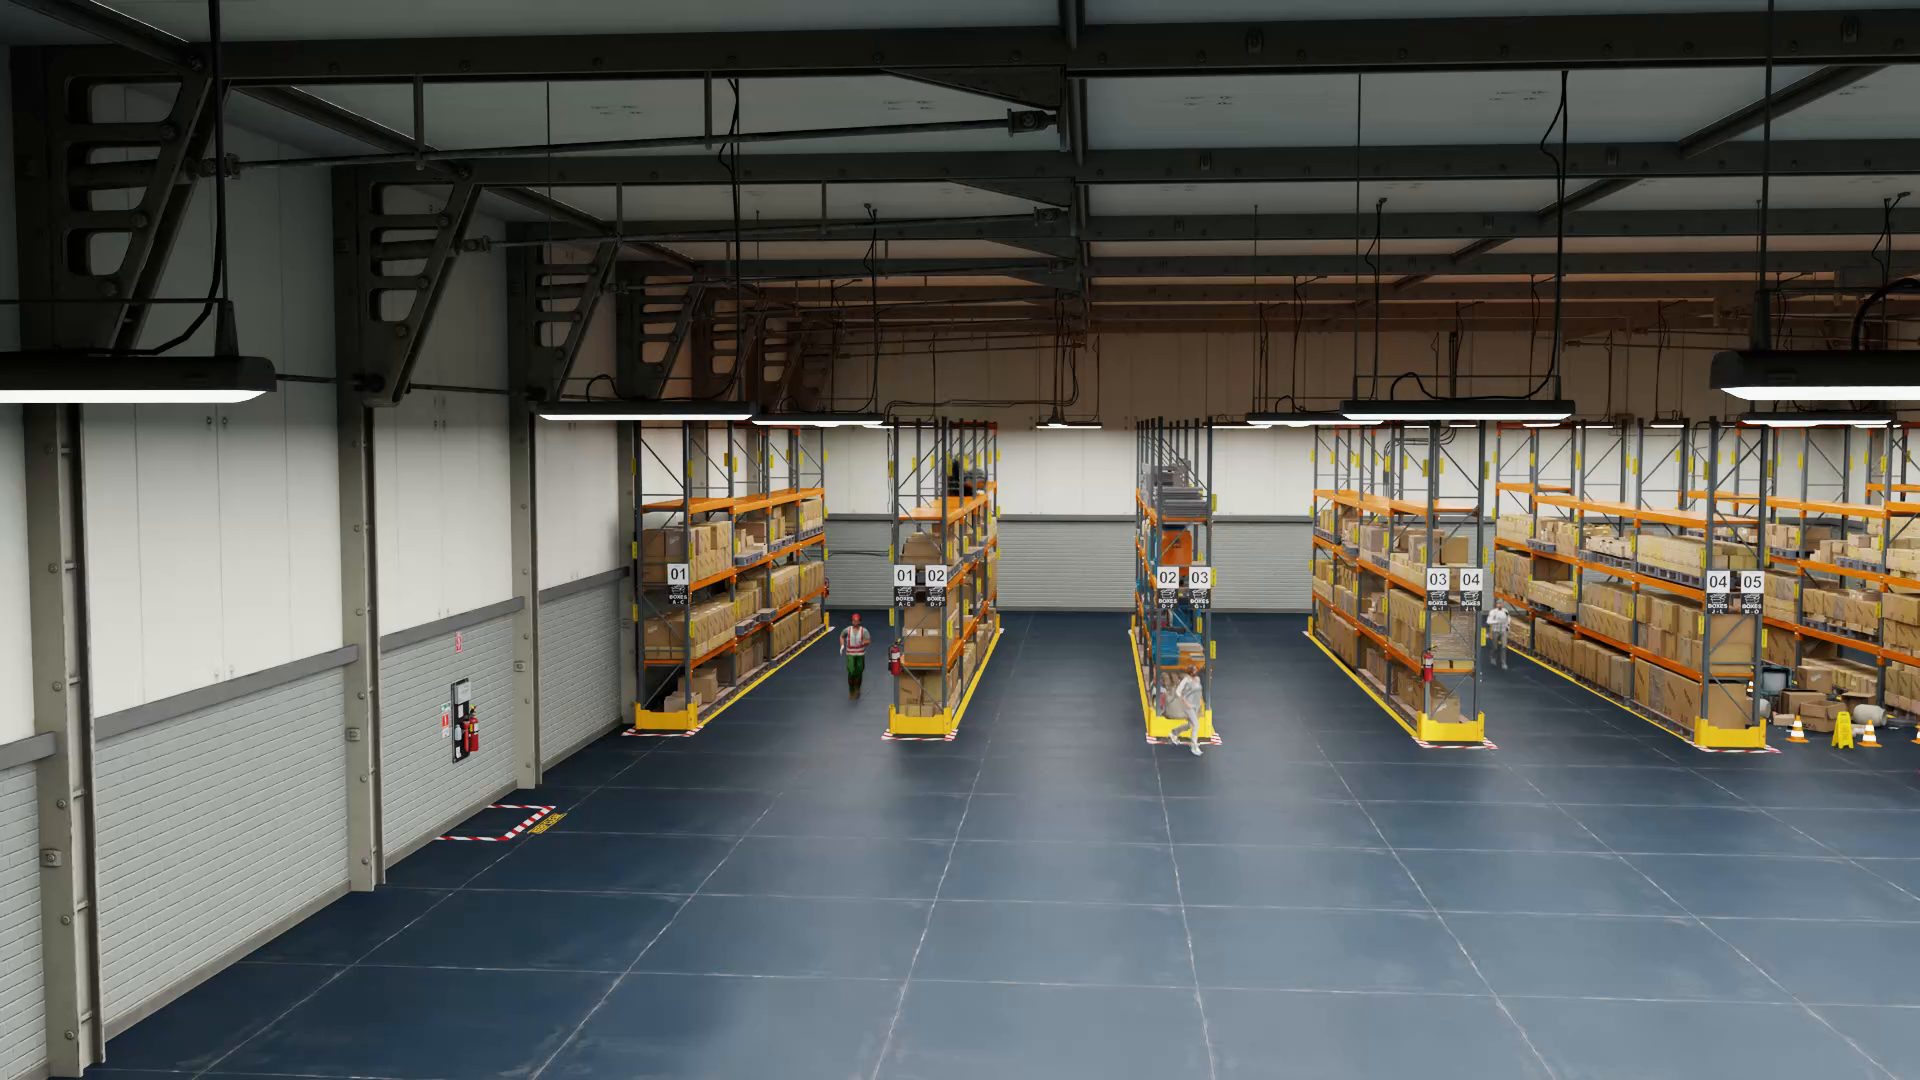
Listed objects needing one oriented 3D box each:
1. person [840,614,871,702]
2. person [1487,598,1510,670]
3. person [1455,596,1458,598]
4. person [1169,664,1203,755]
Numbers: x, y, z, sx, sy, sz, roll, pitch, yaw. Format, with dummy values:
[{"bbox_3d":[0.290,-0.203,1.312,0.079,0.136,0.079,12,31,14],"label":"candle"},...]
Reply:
[{"bbox_3d":[-2.240,2.498,35.596,0.647,1.846,0.800,-1,4,-9],"label":"person"},{"bbox_3d":[12.994,2.224,40.043,0.610,1.688,0.910,0,4,4],"label":"person"},{"bbox_3d":[13.699,1.845,46.657,0.965,1.619,0.631,-4,5,-45],"label":"person"},{"bbox_3d":[4.059,2.991,29.651,0.766,1.602,0.552,3,5,43],"label":"person"}]
